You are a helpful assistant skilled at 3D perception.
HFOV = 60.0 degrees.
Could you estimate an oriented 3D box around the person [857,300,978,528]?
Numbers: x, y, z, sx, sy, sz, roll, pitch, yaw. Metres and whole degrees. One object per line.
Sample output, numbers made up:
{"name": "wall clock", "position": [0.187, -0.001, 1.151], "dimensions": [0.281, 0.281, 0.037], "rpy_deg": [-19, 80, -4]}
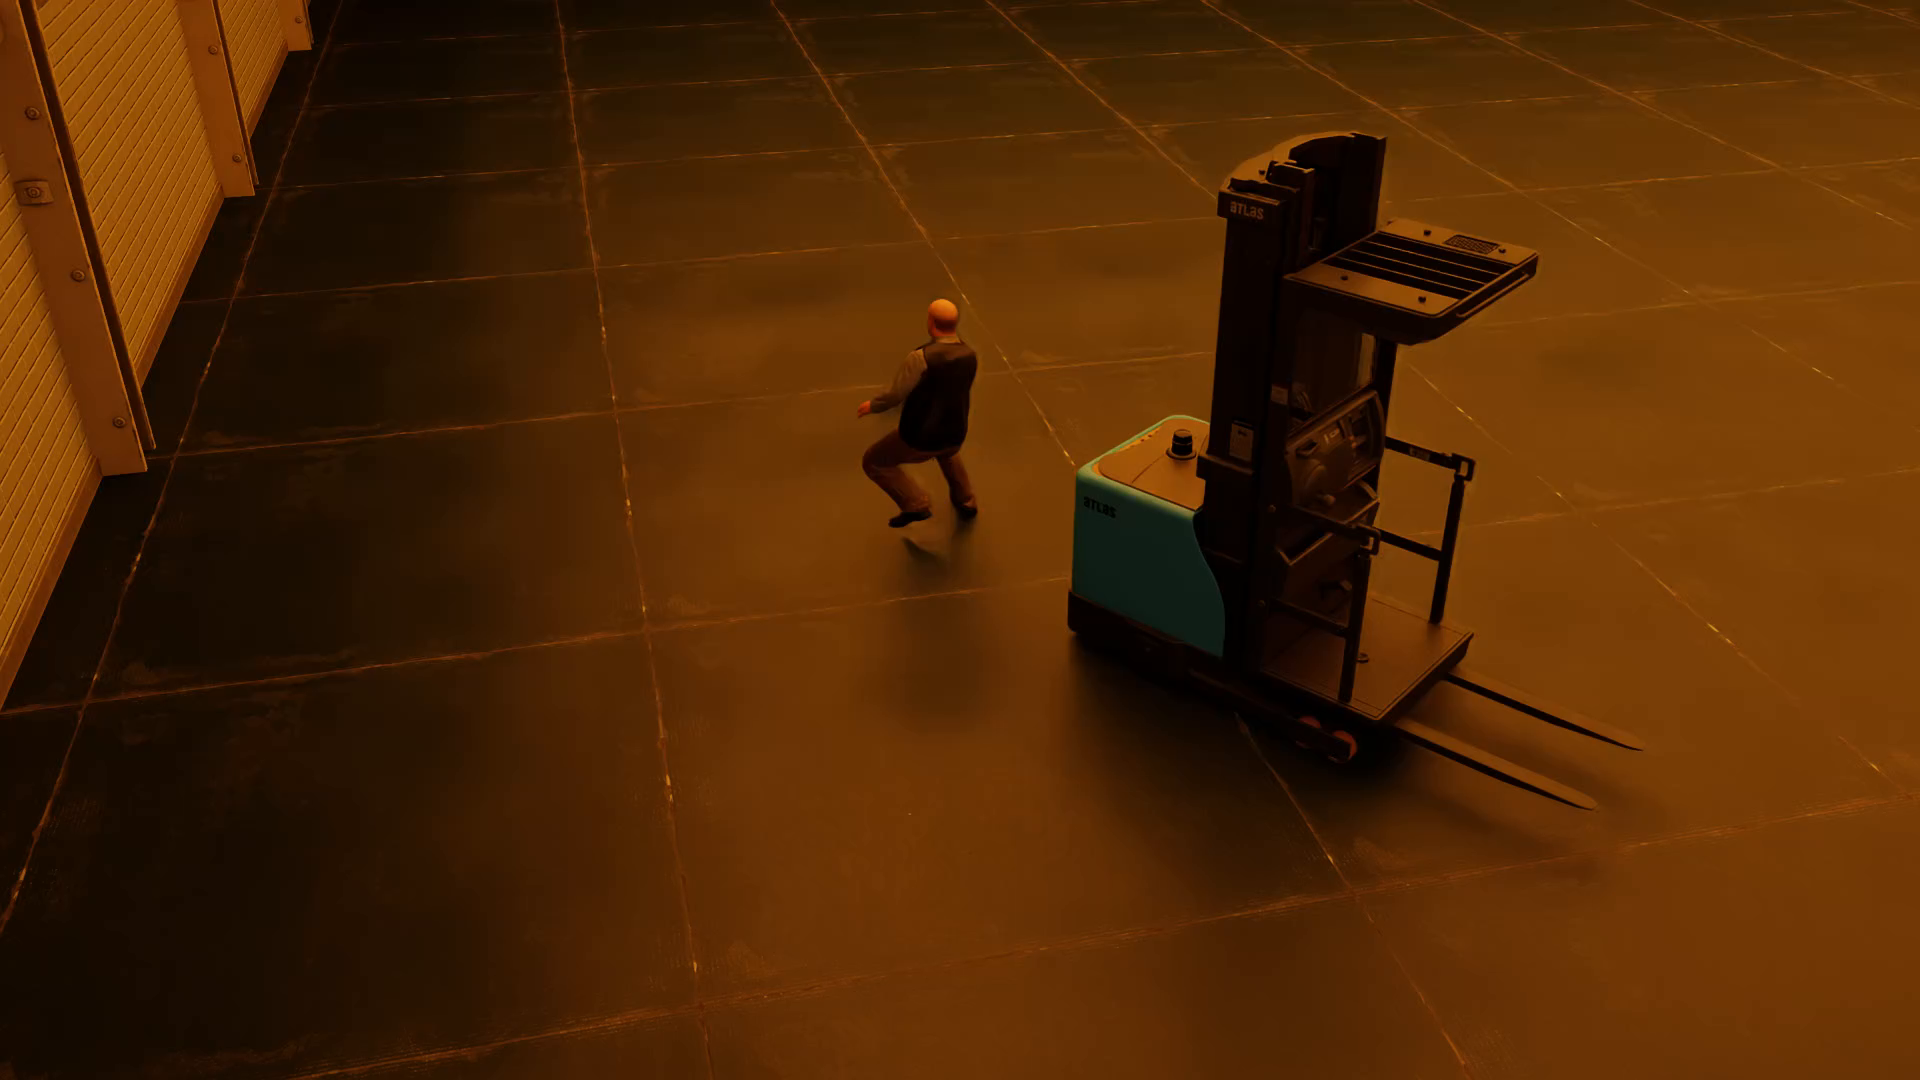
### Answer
{"name": "person", "position": [-0.207, -0.762, 10.259], "dimensions": [0.847, 1.564, 0.714], "rpy_deg": [-21, 36, -32]}

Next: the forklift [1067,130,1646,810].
{"name": "forklift", "position": [2.060, -0.423, 8.305], "dimensions": [3.031, 2.935, 1.130], "rpy_deg": [23, 37, 34]}
